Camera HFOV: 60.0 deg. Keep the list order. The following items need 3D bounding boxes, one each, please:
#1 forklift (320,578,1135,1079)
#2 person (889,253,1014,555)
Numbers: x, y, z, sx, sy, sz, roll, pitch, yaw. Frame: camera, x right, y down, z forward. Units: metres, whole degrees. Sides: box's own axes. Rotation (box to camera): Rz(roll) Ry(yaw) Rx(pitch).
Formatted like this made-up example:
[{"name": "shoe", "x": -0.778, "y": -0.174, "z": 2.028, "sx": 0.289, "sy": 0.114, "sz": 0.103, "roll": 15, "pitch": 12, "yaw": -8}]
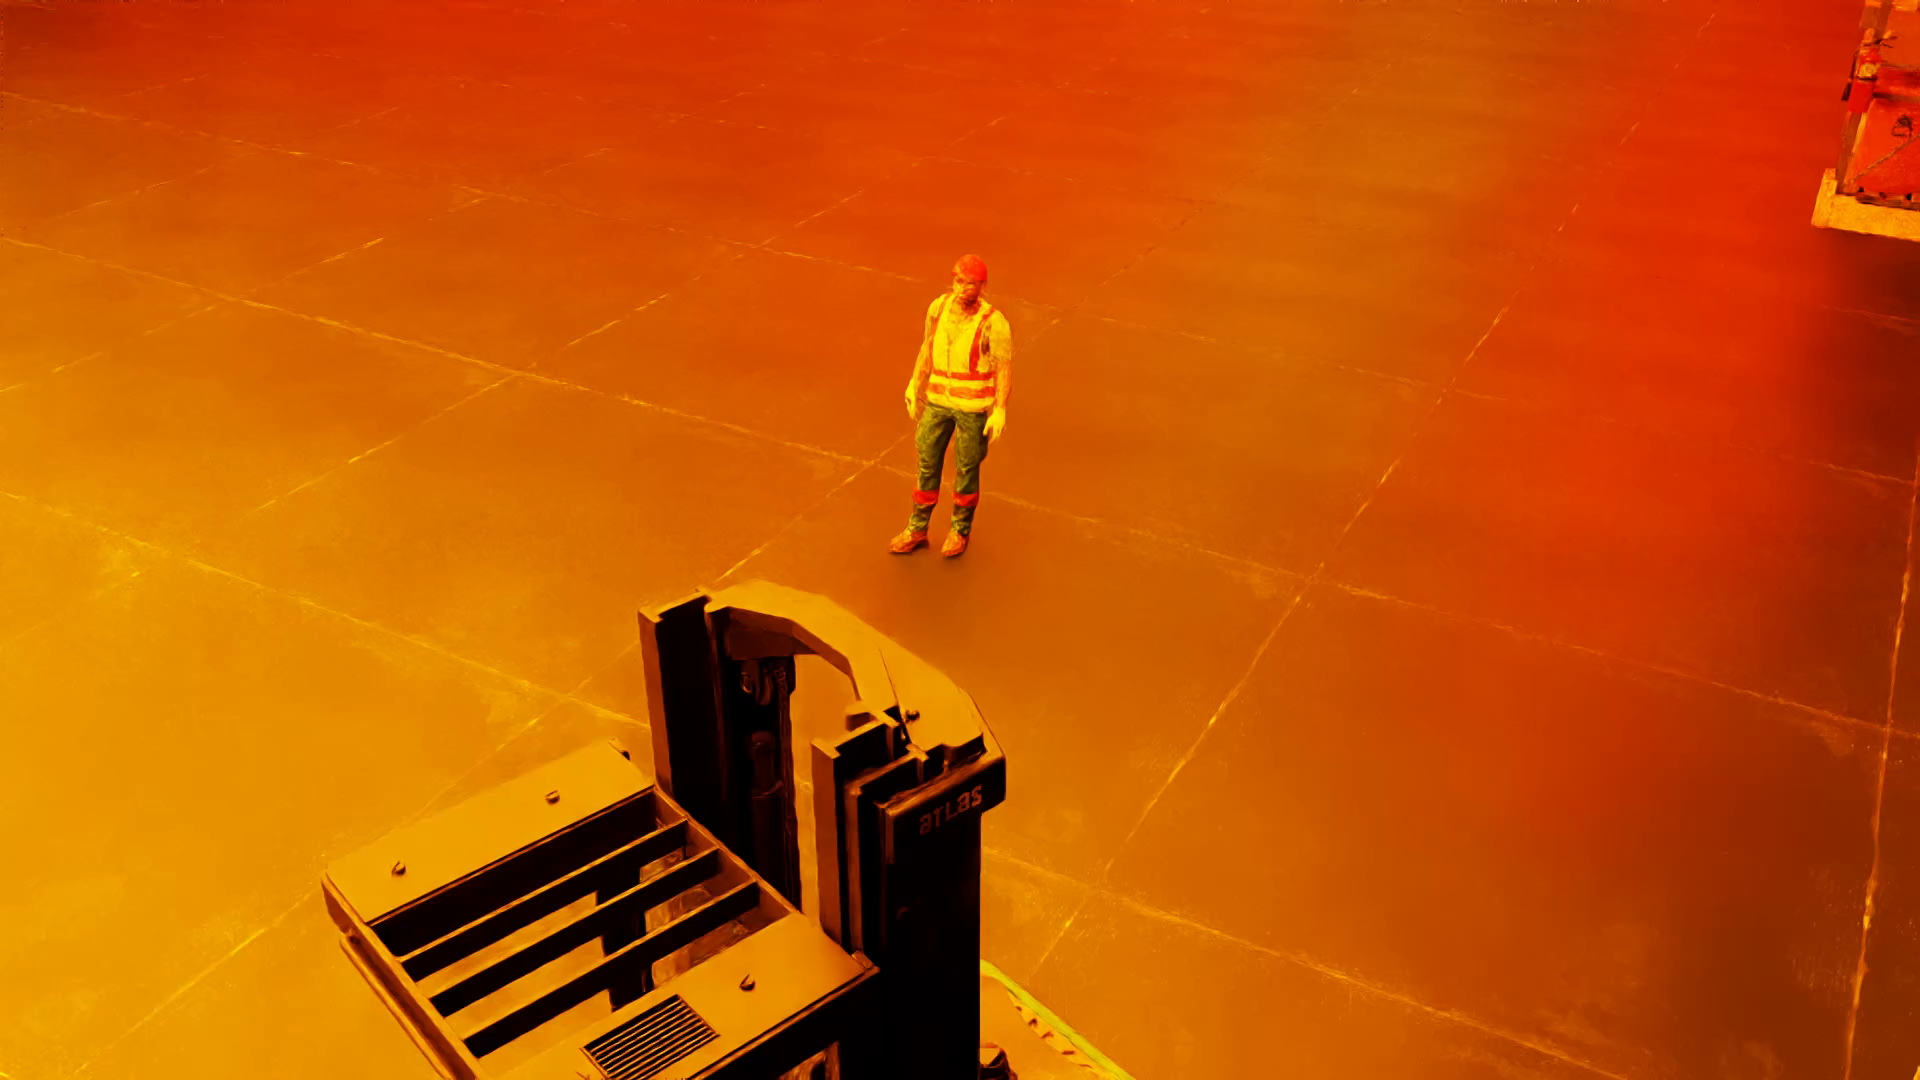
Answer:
[{"name": "forklift", "x": -0.752, "y": 1.681, "z": 4.158, "sx": 3.031, "sy": 2.935, "sz": 1.130, "roll": -24, "pitch": 37, "yaw": -35}, {"name": "person", "x": -0.048, "y": -0.748, "z": 9.496, "sx": 0.637, "sy": 1.787, "sz": 0.563, "roll": 15, "pitch": 33, "yaw": 25}]
